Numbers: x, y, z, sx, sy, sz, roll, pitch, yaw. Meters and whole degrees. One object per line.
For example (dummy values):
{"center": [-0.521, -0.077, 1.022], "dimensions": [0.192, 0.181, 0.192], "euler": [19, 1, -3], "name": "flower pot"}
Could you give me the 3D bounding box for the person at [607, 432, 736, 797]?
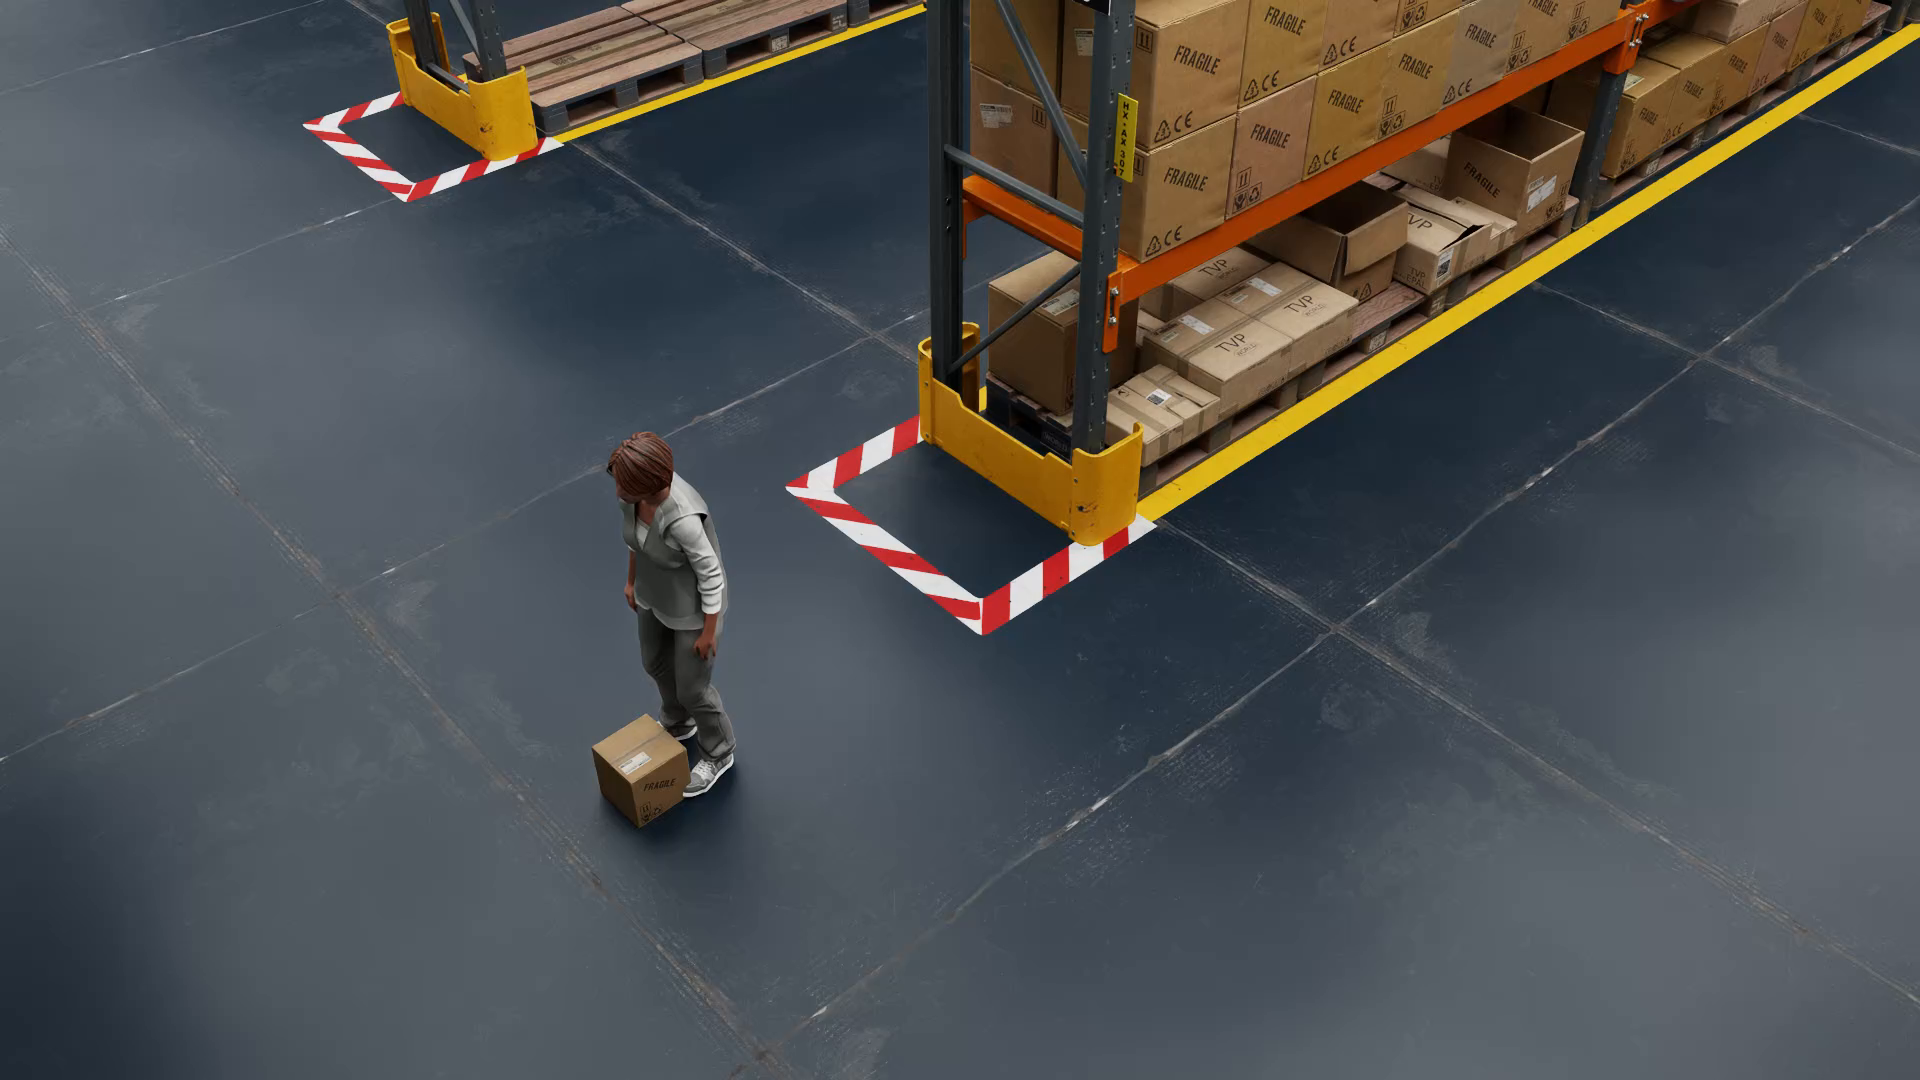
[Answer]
{"center": [-1.011, 0.240, 5.884], "dimensions": [0.481, 1.591, 0.347], "euler": [32, 50, 32], "name": "person"}
